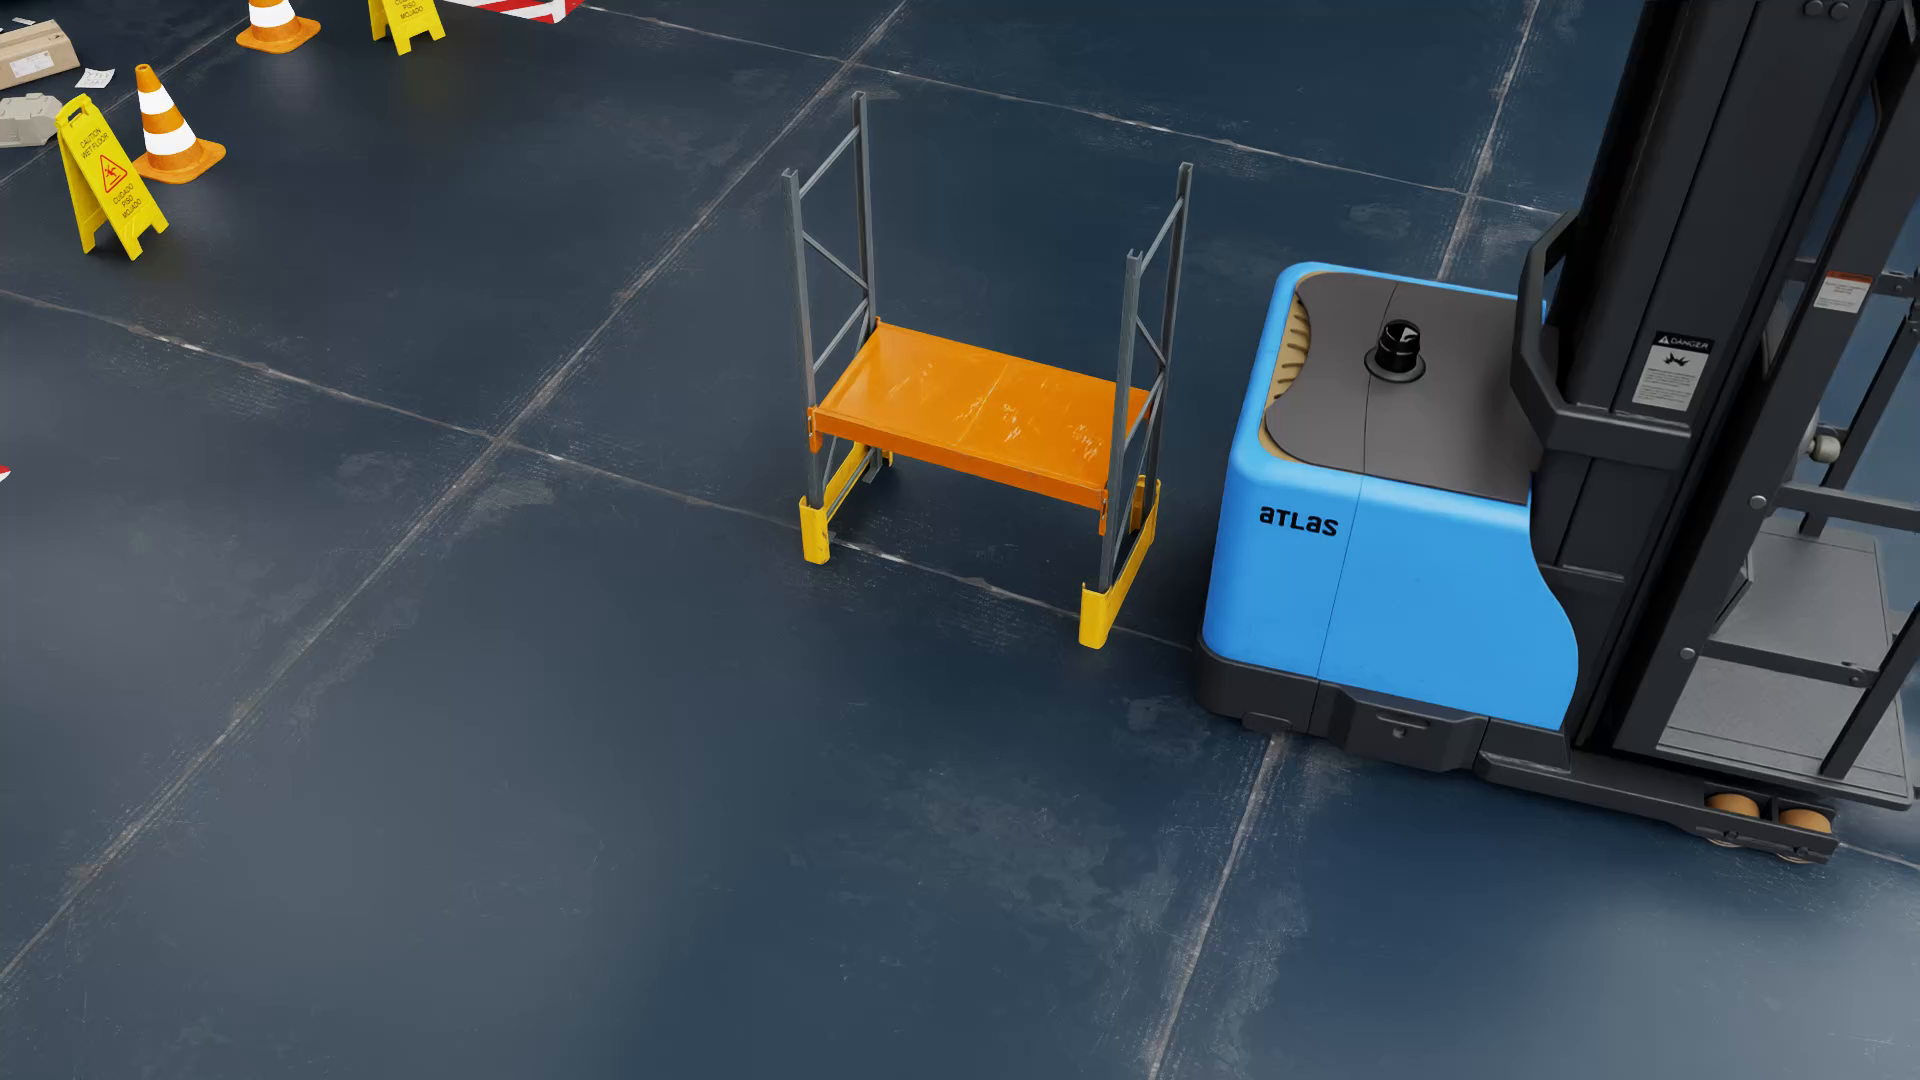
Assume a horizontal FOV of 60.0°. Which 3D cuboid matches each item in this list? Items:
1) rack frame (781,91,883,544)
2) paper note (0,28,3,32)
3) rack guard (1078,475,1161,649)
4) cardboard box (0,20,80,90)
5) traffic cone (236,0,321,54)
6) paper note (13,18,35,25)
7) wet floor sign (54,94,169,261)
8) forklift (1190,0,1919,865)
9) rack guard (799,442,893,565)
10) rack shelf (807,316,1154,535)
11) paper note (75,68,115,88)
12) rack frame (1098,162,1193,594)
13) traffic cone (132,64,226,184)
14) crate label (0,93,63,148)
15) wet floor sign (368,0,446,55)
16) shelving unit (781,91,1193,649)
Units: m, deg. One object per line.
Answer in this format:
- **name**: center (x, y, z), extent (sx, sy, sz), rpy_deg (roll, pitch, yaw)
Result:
- **rack frame**: center (-0.390, -0.647, 5.336), extent (0.032, 1.500, 0.500), rpy_deg (16, 47, 16)
- **paper note**: center (-4.861, -2.535, 8.284), extent (0.142, 0.019, 0.148), rpy_deg (33, 54, 29)
- **rack guard**: center (0.530, 0.067, 5.505), extent (0.087, 0.250, 0.587), rpy_deg (16, 47, 16)
- **cardboard box**: center (-4.483, -2.332, 7.989), extent (0.380, 0.149, 0.250), rpy_deg (-28, 51, -25)
- **traffic cone**: center (-3.390, -2.680, 8.115), extent (0.334, 0.463, 0.336), rpy_deg (16, 47, 16)
- **paper note**: center (-4.712, -2.610, 8.367), extent (0.123, 0.001, 0.032), rpy_deg (16, 47, 16)
- **wet floor sign**: center (-3.520, -1.499, 6.799), extent (0.232, 0.644, 0.267), rpy_deg (9, 46, 9)
- **forklift**: center (2.293, -0.526, 4.201), extent (3.031, 2.935, 1.130), rpy_deg (12, 46, 12)
- **rack guard**: center (-0.389, -0.203, 5.777), extent (0.087, 0.250, 0.587), rpy_deg (16, 47, 16)
- **rack shelf**: center (0.079, -0.381, 5.325), extent (1.000, 0.185, 0.538), rpy_deg (16, 47, 16)
- **paper note**: center (-4.135, -2.211, 7.950), extent (0.142, 0.019, 0.148), rpy_deg (2, 45, 2)
- **rack frame**: center (0.548, -0.370, 5.059), extent (0.032, 1.500, 0.500), rpy_deg (16, 47, 16)
- **traffic cone**: center (-3.503, -1.865, 7.296), extent (0.334, 0.463, 0.336), rpy_deg (16, 47, 16)
- **crate label**: center (-4.253, -1.923, 7.585), extent (0.298, 0.136, 0.250), rpy_deg (-5, 45, -5)
- **wet floor sign**: center (-2.733, -2.719, 8.026), extent (0.232, 0.644, 0.267), rpy_deg (33, 54, 29)
- **shelving unit**: center (0.070, -0.511, 5.200), extent (1.083, 1.500, 0.587), rpy_deg (16, 47, 16)
